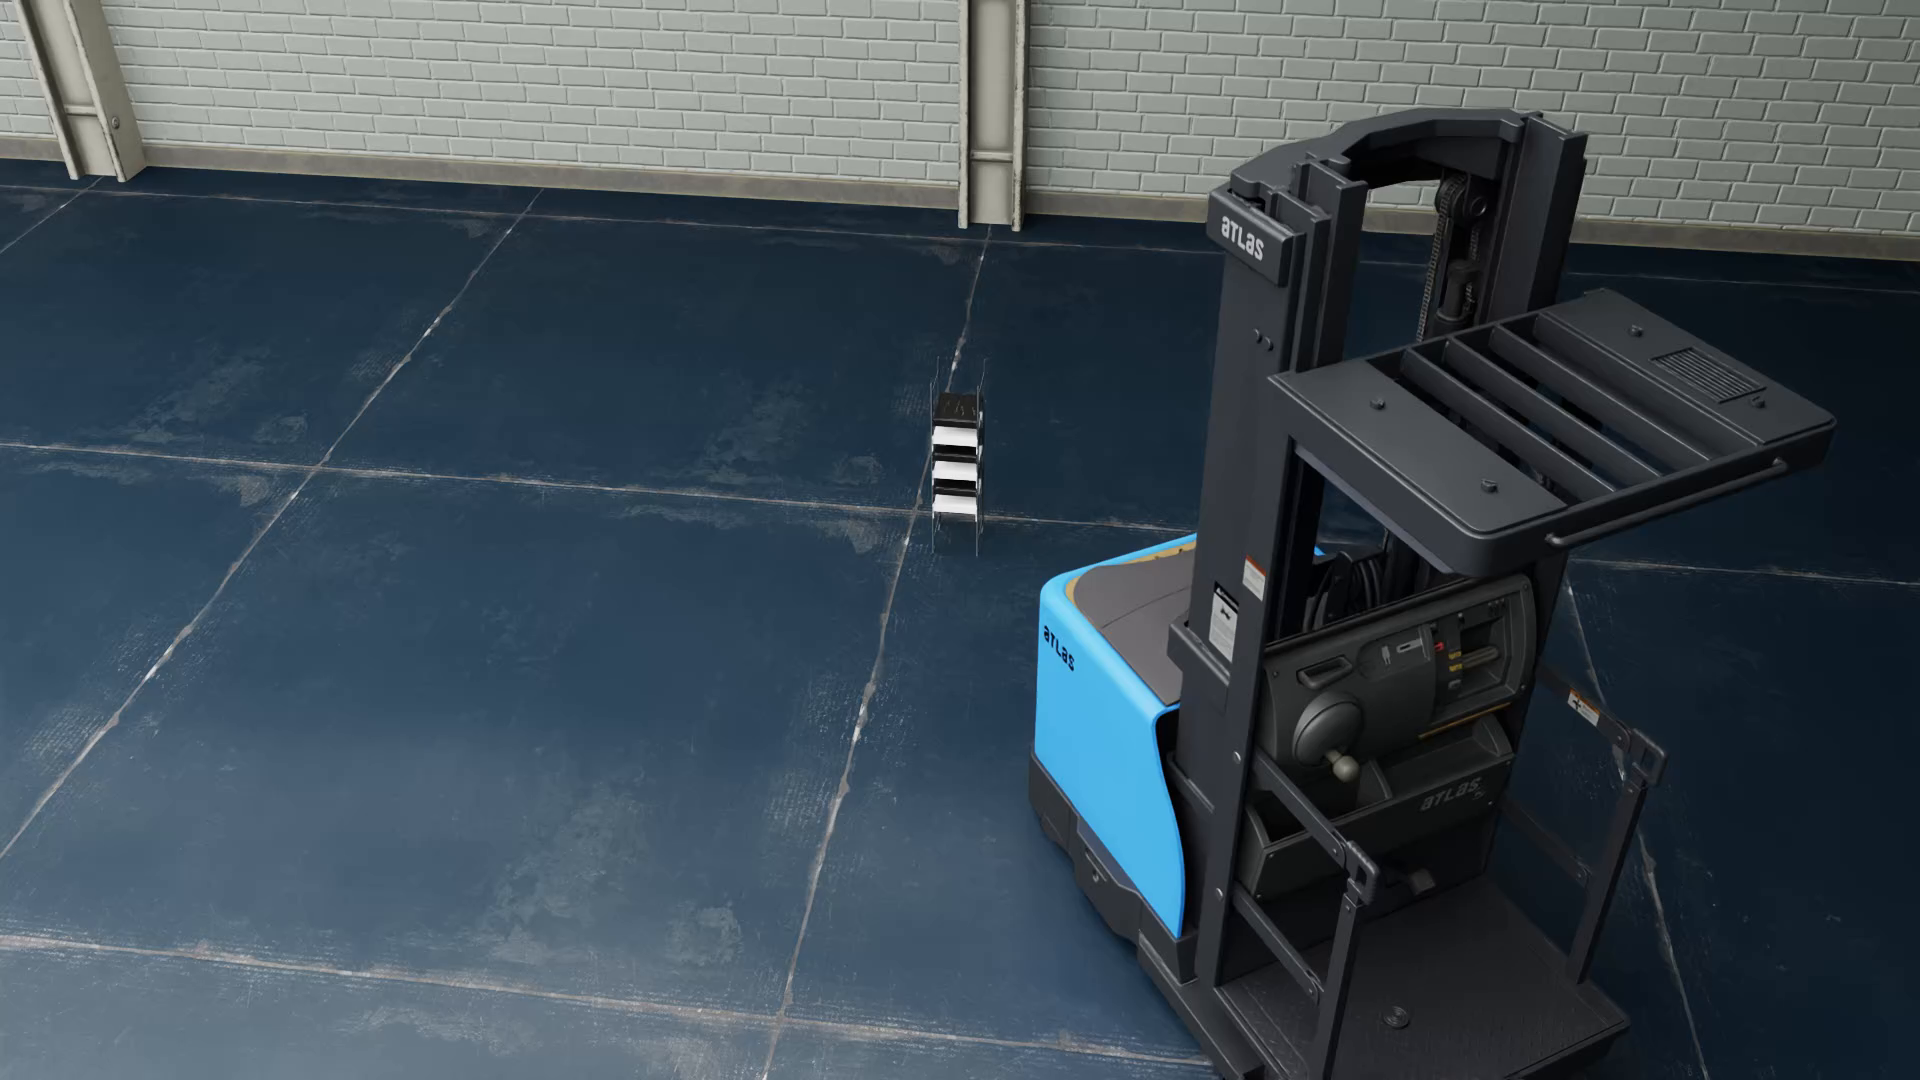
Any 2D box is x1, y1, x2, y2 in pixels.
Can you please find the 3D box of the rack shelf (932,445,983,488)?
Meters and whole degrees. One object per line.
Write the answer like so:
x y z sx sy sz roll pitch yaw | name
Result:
-0.008 -0.340 7.509 0.200 0.077 0.258 4 36 6 | rack shelf

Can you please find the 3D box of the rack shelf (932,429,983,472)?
-0.008 -0.413 7.457 0.200 0.077 0.258 4 36 6 | rack shelf

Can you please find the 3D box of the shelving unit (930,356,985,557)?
-0.008 -0.367 7.489 0.210 0.900 0.258 4 36 6 | shelving unit

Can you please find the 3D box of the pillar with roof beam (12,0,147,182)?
-6.293 -3.675 5.152 0.400 9.000 9.100 4 36 6 | pillar with roof beam

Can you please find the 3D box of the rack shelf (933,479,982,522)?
-0.008 -0.193 7.613 0.200 0.077 0.258 4 36 6 | rack shelf

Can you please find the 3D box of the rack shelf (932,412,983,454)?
-0.008 -0.486 7.404 0.200 0.077 0.258 4 36 6 | rack shelf

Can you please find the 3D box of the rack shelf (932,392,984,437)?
-0.008 -0.560 7.352 0.200 0.077 0.258 4 36 6 | rack shelf

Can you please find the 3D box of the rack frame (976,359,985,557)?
0.093 -0.359 7.479 0.006 0.900 0.240 4 36 6 | rack frame

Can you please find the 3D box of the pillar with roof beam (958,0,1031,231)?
-0.342 -3.231 4.530 0.400 9.000 9.100 4 36 6 | pillar with roof beam

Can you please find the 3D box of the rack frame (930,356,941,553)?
-0.109 -0.374 7.500 0.006 0.900 0.240 4 36 6 | rack frame

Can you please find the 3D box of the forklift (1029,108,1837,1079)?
1.362 0.460 4.582 1.130 2.935 3.031 -16 39 -21 | forklift

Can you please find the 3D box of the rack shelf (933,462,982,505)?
-0.008 -0.267 7.561 0.200 0.077 0.258 4 36 6 | rack shelf
